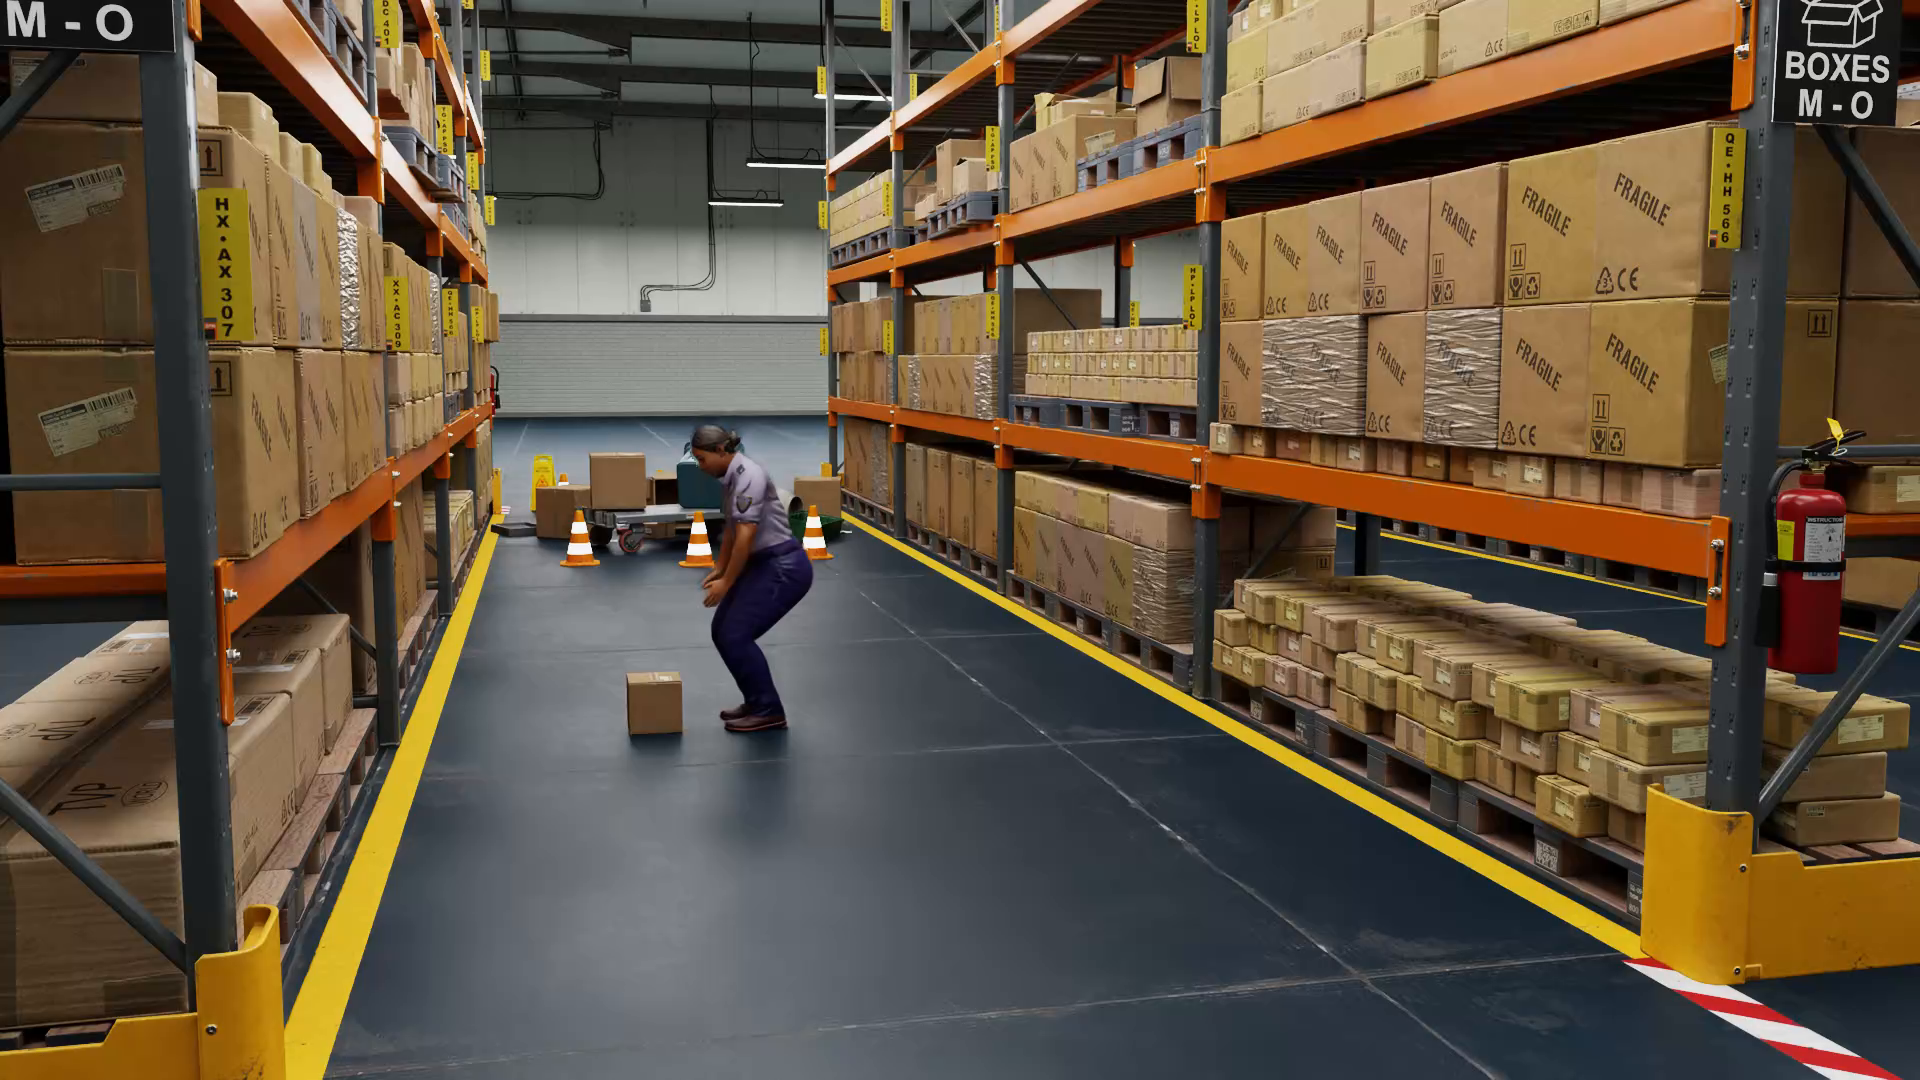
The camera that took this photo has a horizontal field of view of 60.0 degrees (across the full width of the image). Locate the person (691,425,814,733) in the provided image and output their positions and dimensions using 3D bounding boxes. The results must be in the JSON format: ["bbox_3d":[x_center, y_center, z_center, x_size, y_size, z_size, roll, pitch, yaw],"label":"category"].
[{"bbox_3d":[-0.996,0.177,8.023,0.572,1.469,0.528,-1,6,-13],"label":"person"}]
